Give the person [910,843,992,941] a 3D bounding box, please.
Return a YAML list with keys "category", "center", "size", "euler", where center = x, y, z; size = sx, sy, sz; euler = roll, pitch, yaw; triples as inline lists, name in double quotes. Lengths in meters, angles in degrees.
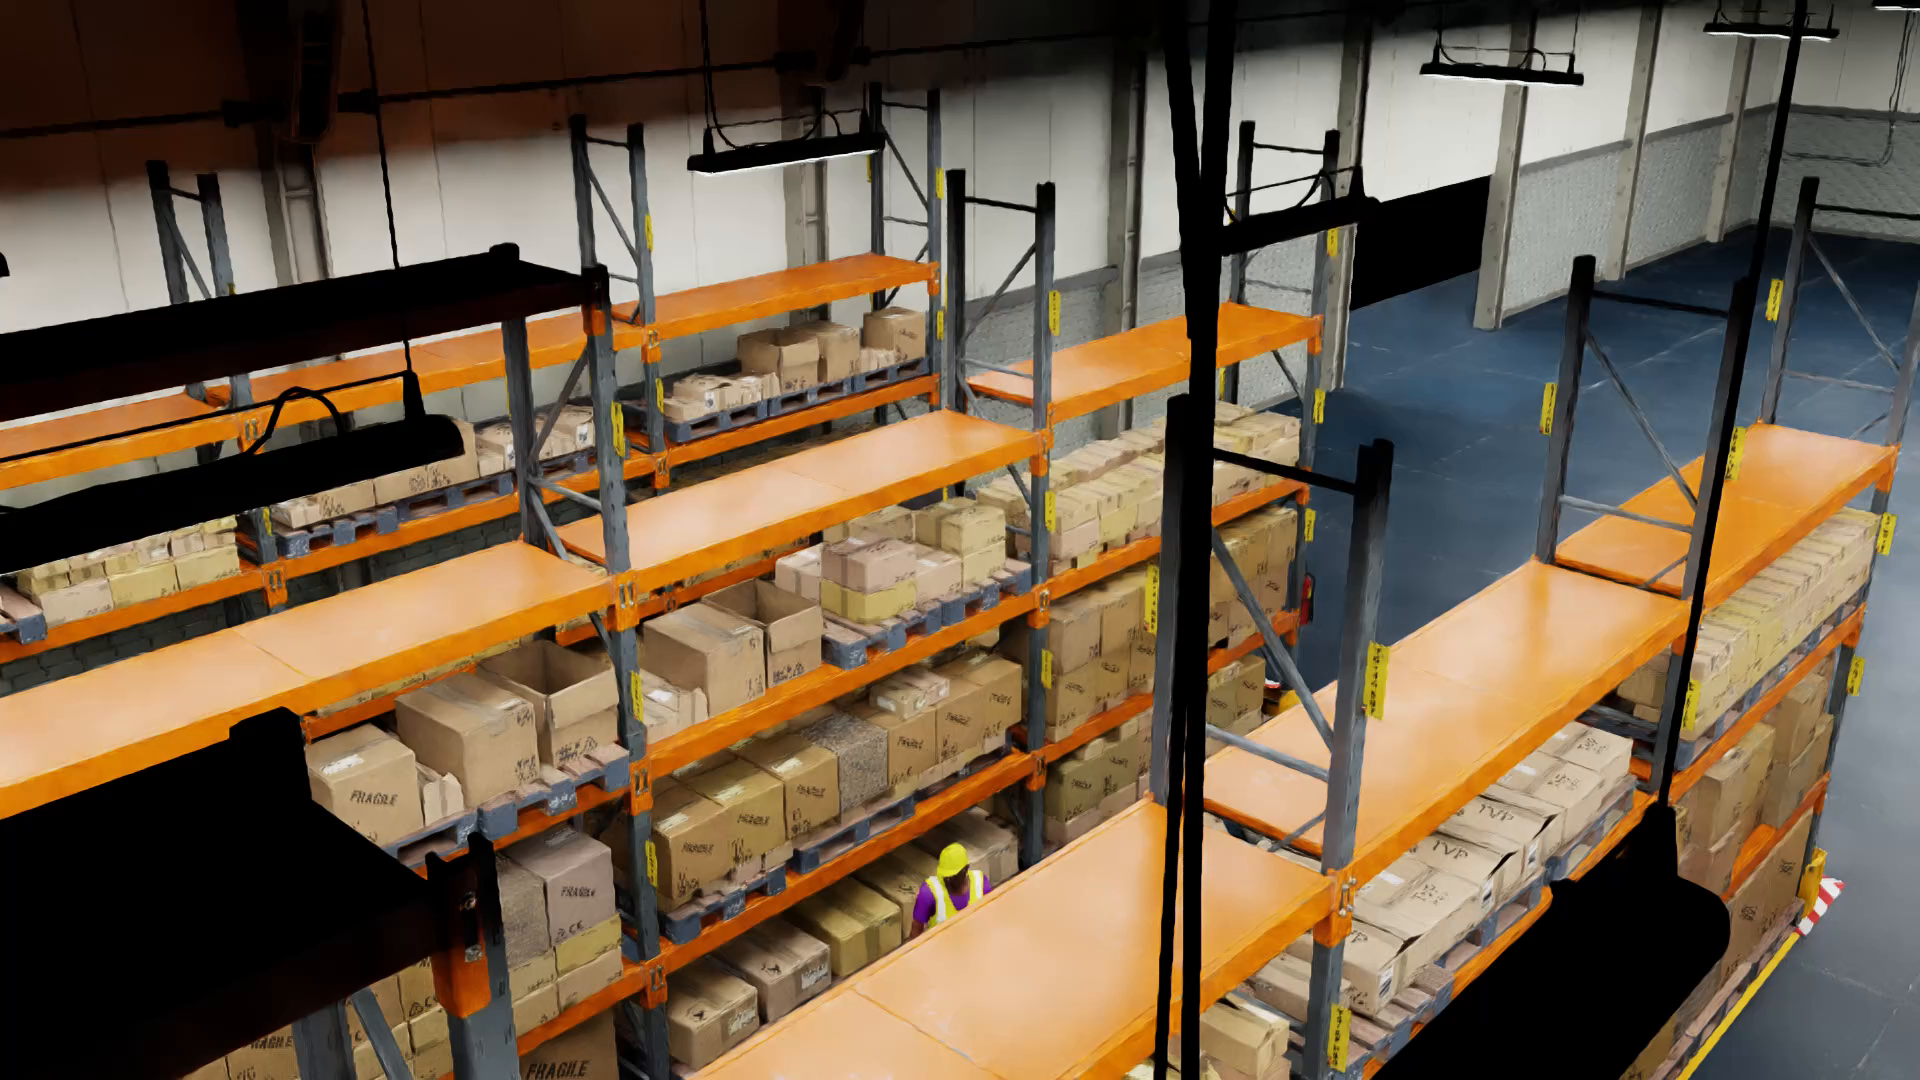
- category: "person"
  center: [-0.046, 2.968, 11.895]
  size: [0.685, 1.763, 0.591]
  euler: [-8, 23, -21]
